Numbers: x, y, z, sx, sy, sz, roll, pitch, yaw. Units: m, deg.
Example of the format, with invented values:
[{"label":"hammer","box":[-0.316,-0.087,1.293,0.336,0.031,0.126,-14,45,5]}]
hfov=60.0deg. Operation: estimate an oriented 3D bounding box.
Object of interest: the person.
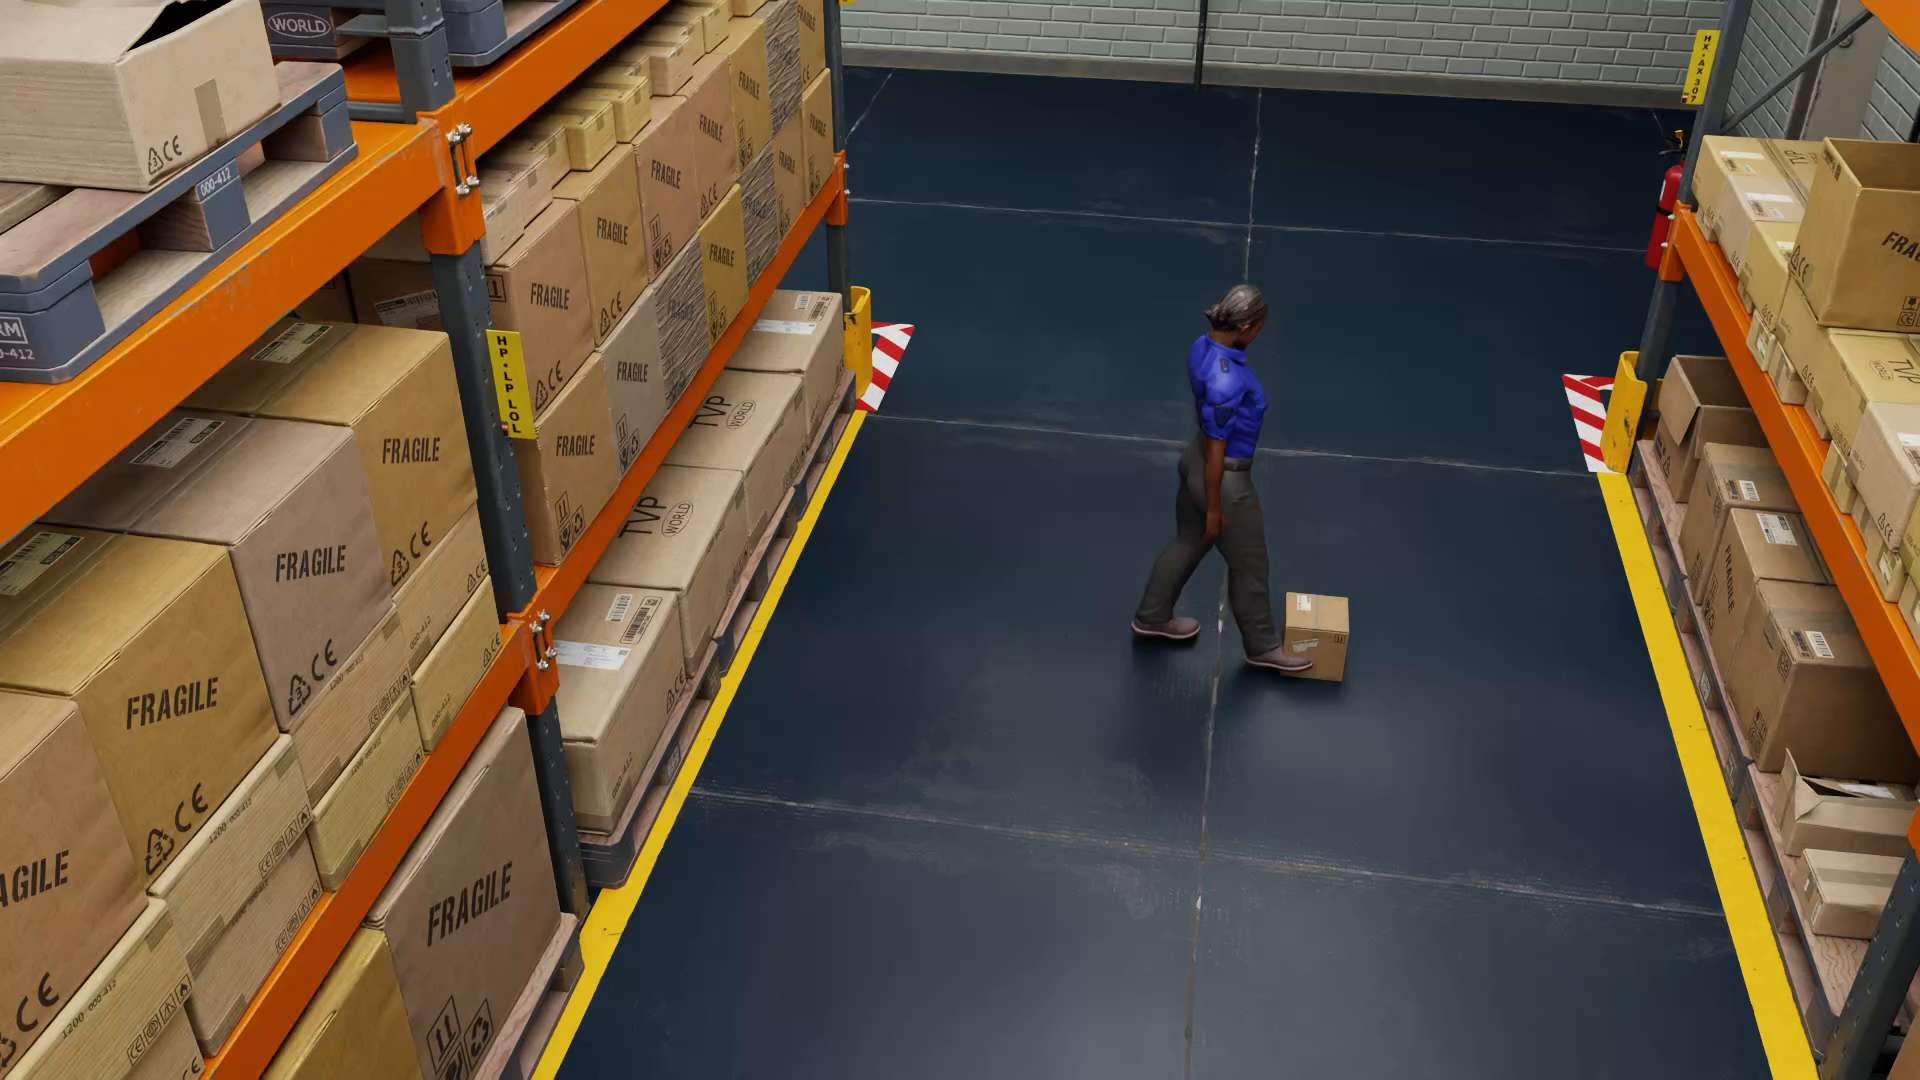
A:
[{"label":"person","box":[1.088,-0.244,6.512,0.730,1.626,0.490,-1,33,-2]}]
